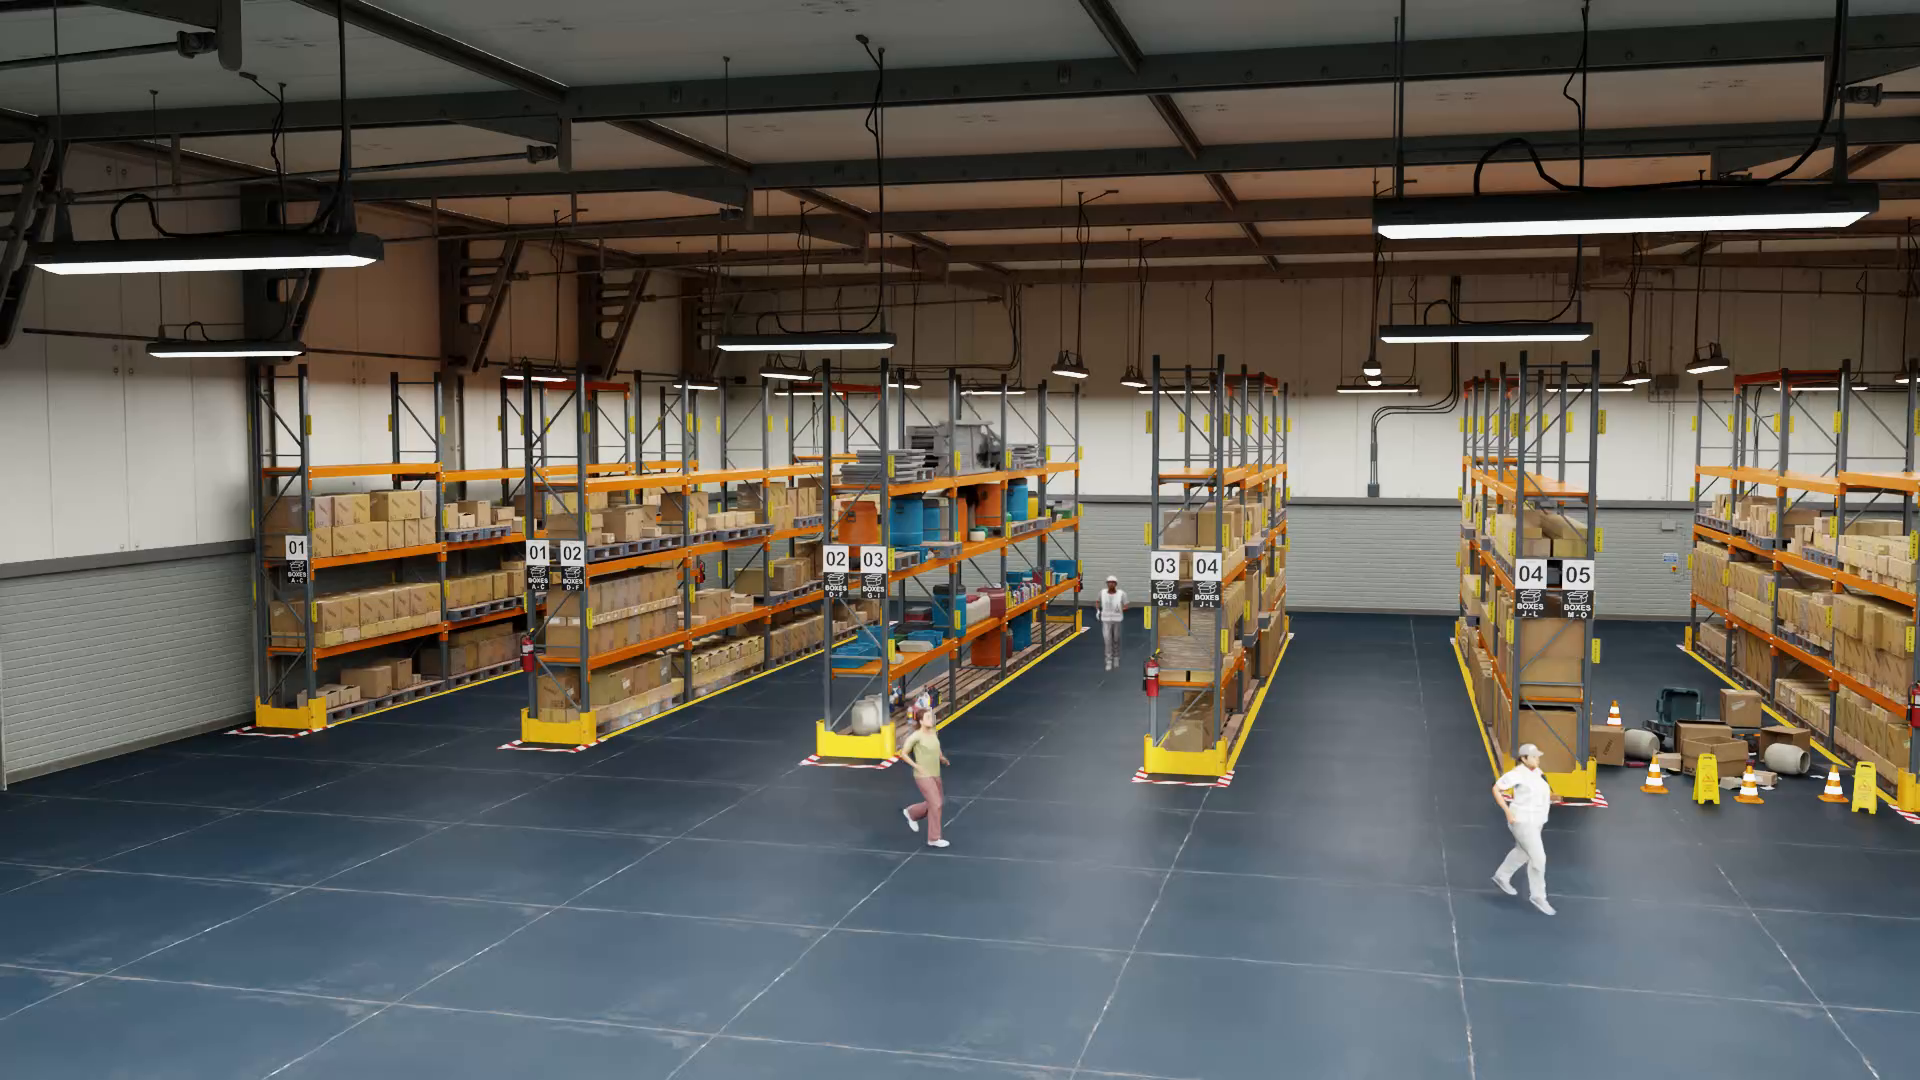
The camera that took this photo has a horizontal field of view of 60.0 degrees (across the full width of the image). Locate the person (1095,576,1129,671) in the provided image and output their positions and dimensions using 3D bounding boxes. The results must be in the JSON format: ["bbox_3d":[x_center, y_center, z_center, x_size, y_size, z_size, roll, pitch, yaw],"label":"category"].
[{"bbox_3d":[2.940,1.599,32.221,0.678,1.828,0.814,1,4,8],"label":"person"}]

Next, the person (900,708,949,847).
[{"bbox_3d":[-0.428,2.816,19.859,0.753,1.628,0.586,3,5,39],"label":"person"}]

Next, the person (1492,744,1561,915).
[{"bbox_3d":[5.894,2.972,17.335,0.587,1.718,0.814,-4,5,-43],"label":"person"}]
